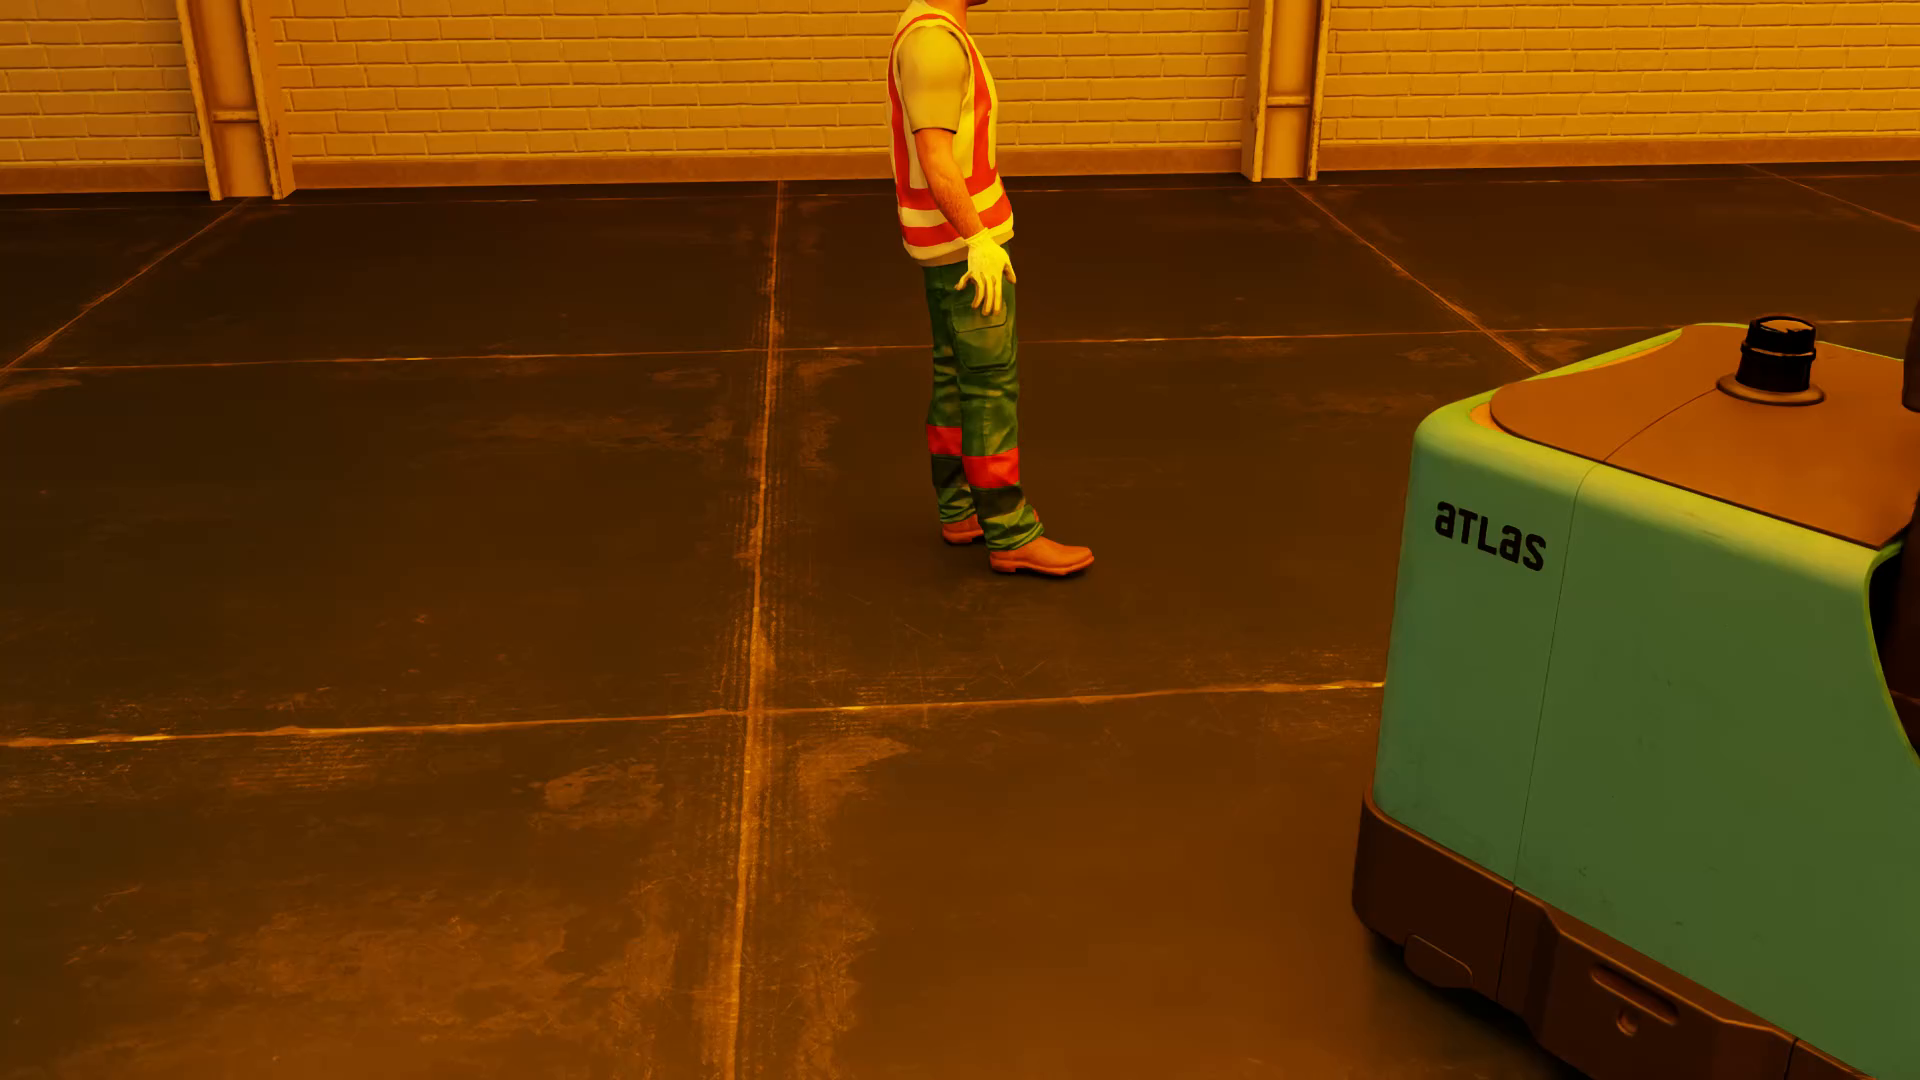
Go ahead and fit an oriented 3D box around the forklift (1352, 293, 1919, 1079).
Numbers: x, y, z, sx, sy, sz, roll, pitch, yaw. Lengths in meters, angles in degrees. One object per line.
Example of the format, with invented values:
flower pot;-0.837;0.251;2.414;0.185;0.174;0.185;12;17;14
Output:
forklift;2.064;-0.232;1.868;1.130;2.935;3.031;-18;29;-35

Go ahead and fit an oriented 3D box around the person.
person;0.081;-0.825;4.635;0.564;1.787;0.637;-2;24;-5
